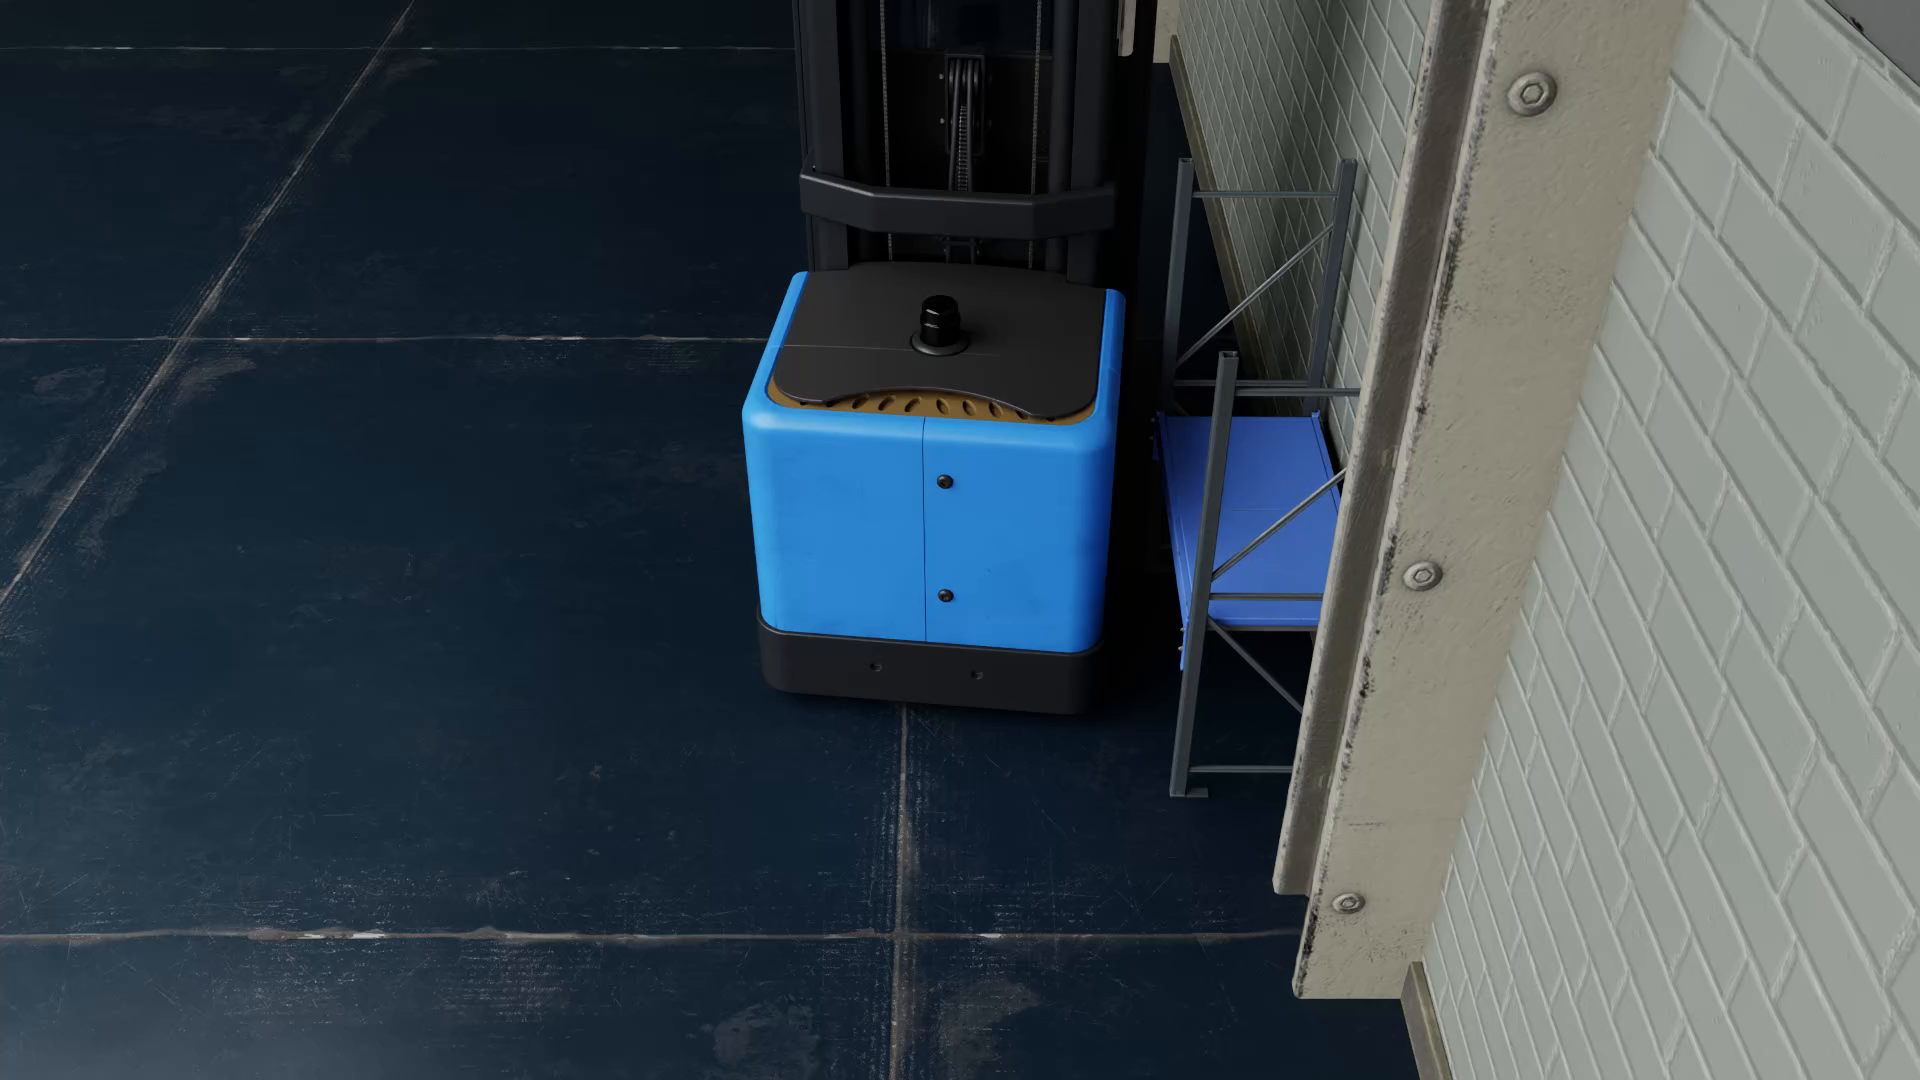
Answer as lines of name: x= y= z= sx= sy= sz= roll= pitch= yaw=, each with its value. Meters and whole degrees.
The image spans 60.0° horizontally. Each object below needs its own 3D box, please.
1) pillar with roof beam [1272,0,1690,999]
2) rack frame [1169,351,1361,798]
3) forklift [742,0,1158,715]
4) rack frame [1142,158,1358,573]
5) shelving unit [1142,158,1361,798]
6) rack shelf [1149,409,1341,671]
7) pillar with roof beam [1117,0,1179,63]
pillar with roof beam: x=-3.289 y=-2.454 z=1.616 sx=9.100 sy=9.000 sz=0.400 roll=0 pitch=39 yaw=0
rack frame: x=0.859 y=0.152 z=4.360 sx=0.500 sy=1.500 sz=0.032 roll=0 pitch=39 yaw=0
forklift: x=0.071 y=-1.534 z=5.321 sx=1.130 sy=2.935 sz=3.031 roll=4 pitch=39 yaw=5
rack frame: x=0.868 y=-0.483 z=5.154 sx=0.500 sy=1.500 sz=0.032 roll=0 pitch=39 yaw=0
shelving unit: x=0.864 y=-0.165 z=4.757 sx=0.538 sy=1.500 sz=1.048 roll=0 pitch=39 yaw=0
rack shelf: x=0.864 y=-0.025 z=4.870 sx=0.538 sy=0.185 sz=1.000 roll=0 pitch=39 yaw=0
pillar with roof beam: x=-3.296 y=-6.206 z=6.298 sx=9.100 sy=9.000 sz=0.400 roll=0 pitch=39 yaw=0
